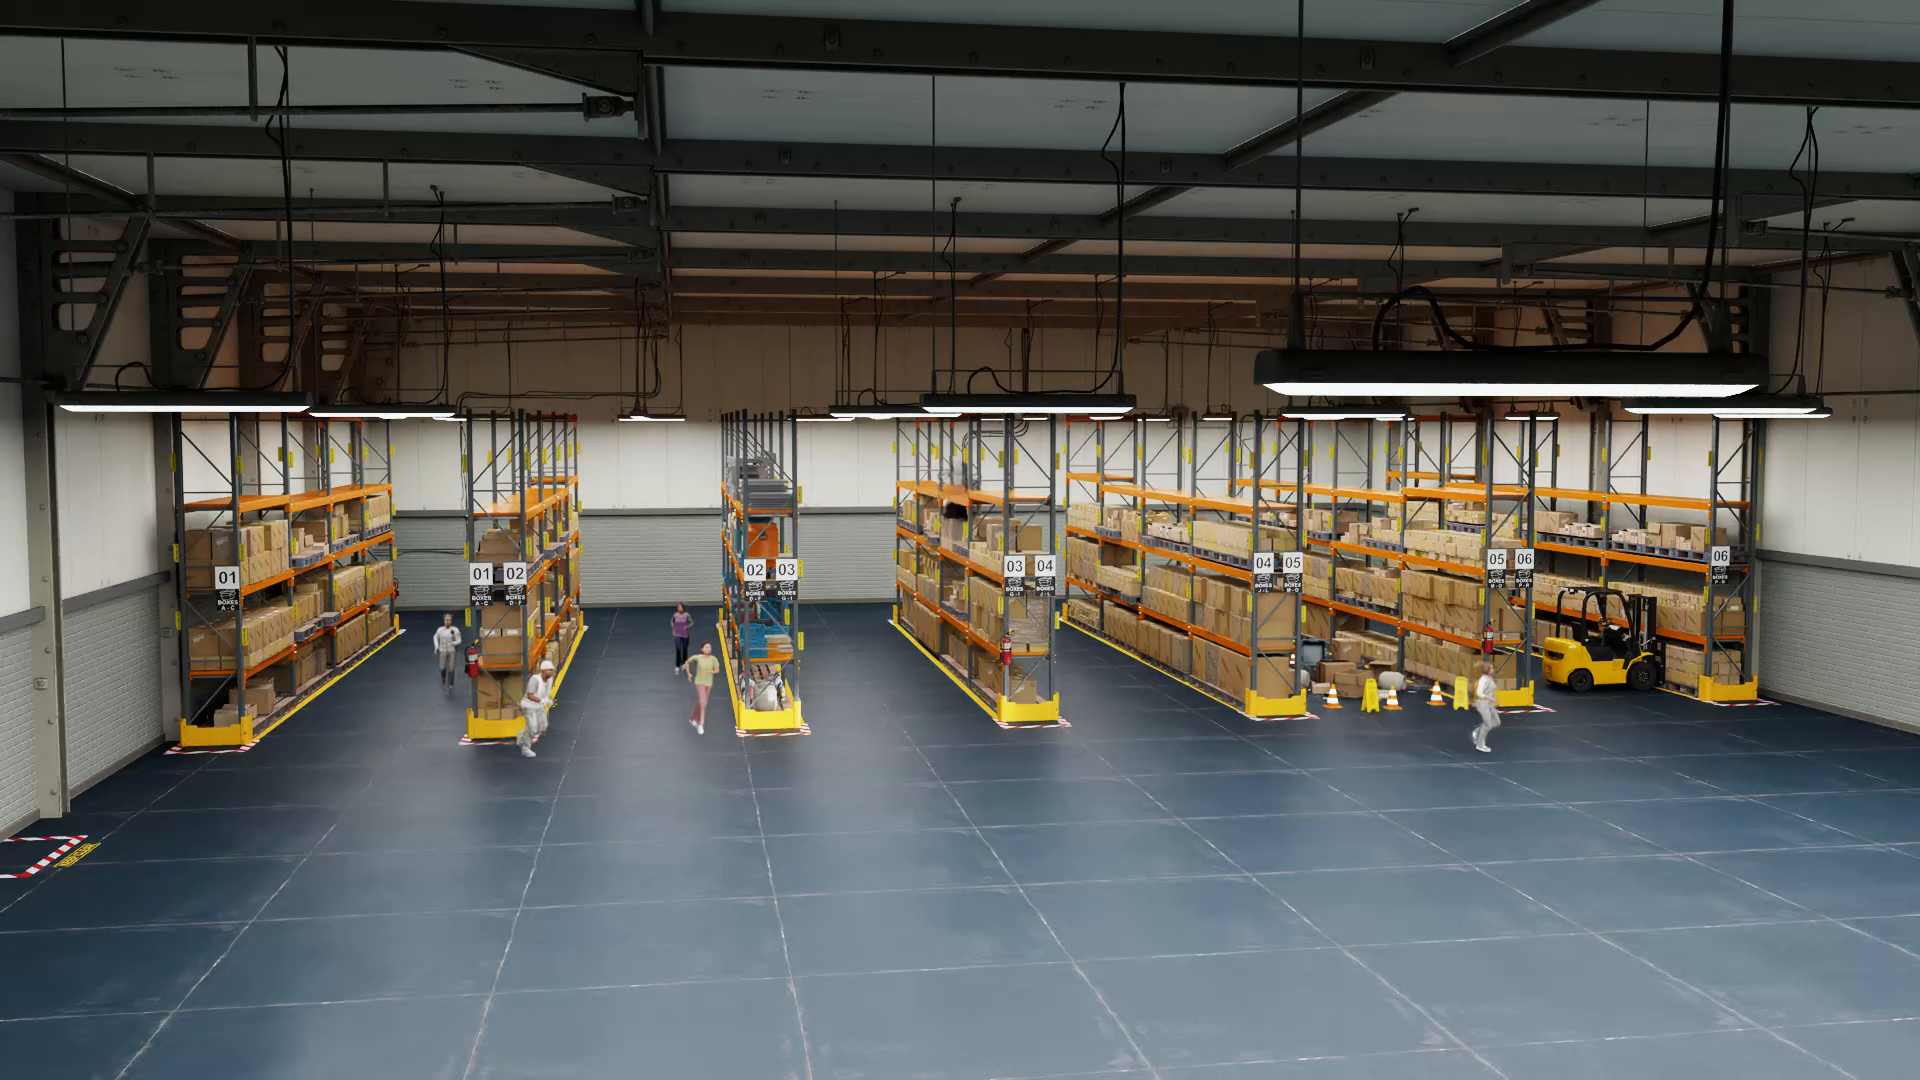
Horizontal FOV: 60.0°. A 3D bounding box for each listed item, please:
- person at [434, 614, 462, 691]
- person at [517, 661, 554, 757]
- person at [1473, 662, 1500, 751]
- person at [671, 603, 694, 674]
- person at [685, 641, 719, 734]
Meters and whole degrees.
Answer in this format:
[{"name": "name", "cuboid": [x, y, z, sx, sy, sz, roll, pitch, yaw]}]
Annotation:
[{"name": "person", "cuboid": [-10.942, 2.401, 35.496, 0.593, 1.660, 0.616, -1, 4, -13]}, {"name": "person", "cuboid": [-7.281, 2.901, 28.741, 0.825, 1.652, 0.705, 2, 4, 21]}, {"name": "person", "cuboid": [9.198, 2.916, 29.063, 0.530, 1.567, 0.543, 3, 5, 38]}, {"name": "person", "cuboid": [-6.391, 2.253, 38.312, 0.528, 1.632, 0.717, -1, 4, -7]}, {"name": "person", "cuboid": [-4.798, 2.736, 31.093, 0.562, 1.700, 0.749, -3, 5, -34]}]
